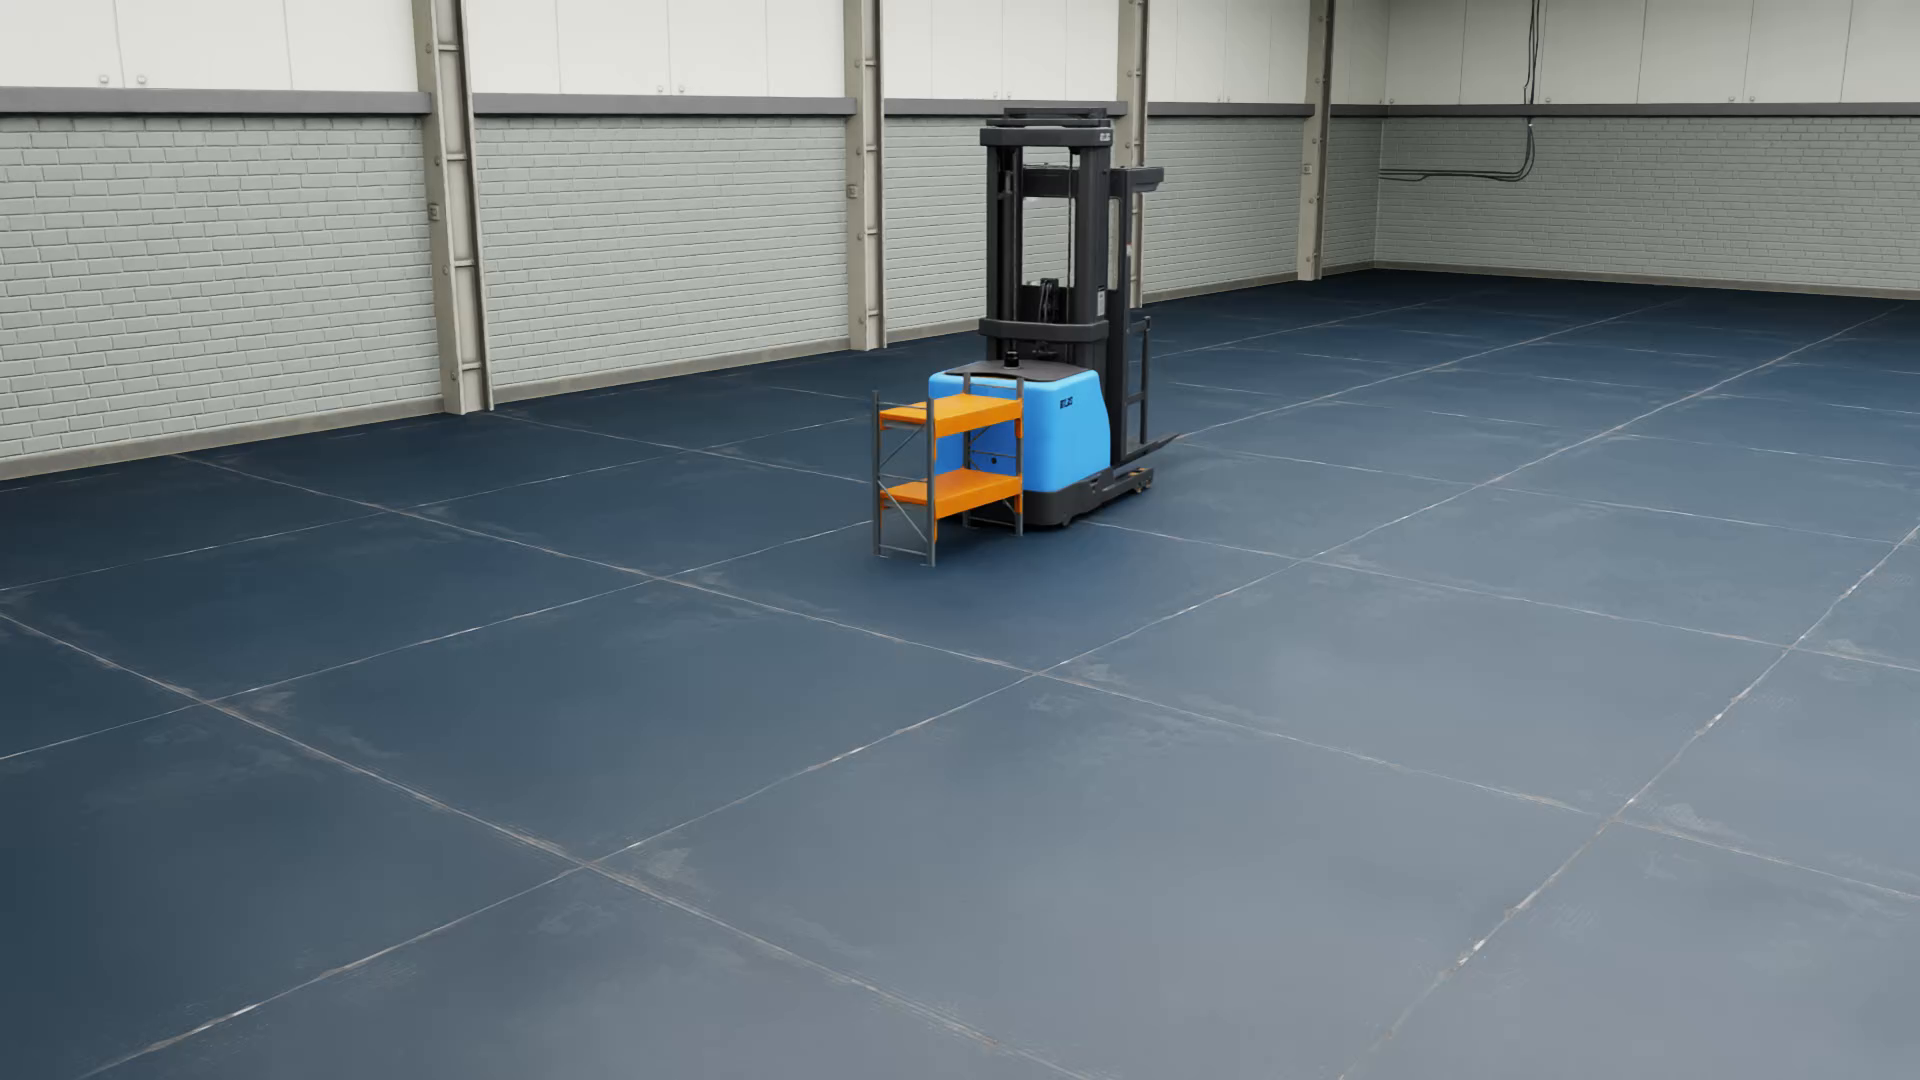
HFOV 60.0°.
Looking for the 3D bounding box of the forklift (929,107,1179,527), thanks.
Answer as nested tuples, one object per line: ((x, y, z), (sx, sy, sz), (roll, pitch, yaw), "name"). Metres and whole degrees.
((0.889, -1.833, 12.886), (1.130, 2.935, 3.031), (7, 16, 27), "forklift")

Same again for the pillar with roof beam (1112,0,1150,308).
((5.939, -7.298, 22.075), (9.100, 9.000, 0.400), (11, 18, 38), "pillar with roof beam")

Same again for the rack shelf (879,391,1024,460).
((-0.071, -0.785, 11.238), (0.538, 0.278, 1.000), (10, 18, 35), "rack shelf")

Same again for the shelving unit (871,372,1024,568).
((-0.071, -0.501, 11.310), (0.538, 1.125, 1.048), (10, 18, 35), "shelving unit")

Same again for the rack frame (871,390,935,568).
((-0.374, -0.400, 10.915), (0.500, 1.125, 0.032), (10, 18, 35), "rack frame")

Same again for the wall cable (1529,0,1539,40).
((11.346, -9.997, 28.749), (3.097, 2.526, 0.112), (11, 18, 38), "wall cable")

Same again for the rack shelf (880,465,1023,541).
((-0.071, -0.264, 11.370), (0.538, 0.278, 1.000), (10, 18, 35), "rack shelf")

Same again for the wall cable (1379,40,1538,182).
((9.242, -7.968, 31.018), (3.097, 2.526, 0.112), (11, 18, 38), "wall cable")

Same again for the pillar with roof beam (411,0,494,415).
((-1.603, -5.000, 13.029), (9.100, 9.000, 0.400), (11, 18, 38), "pillar with roof beam")

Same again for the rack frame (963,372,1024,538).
((0.232, -0.601, 11.706), (0.500, 1.125, 0.032), (10, 18, 35), "rack frame")

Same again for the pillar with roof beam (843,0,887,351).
((2.168, -6.149, 17.552), (9.100, 9.000, 0.400), (11, 18, 38), "pillar with roof beam")

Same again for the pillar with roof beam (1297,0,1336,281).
((9.710, -8.447, 26.598), (9.100, 9.000, 0.400), (11, 18, 38), "pillar with roof beam")
